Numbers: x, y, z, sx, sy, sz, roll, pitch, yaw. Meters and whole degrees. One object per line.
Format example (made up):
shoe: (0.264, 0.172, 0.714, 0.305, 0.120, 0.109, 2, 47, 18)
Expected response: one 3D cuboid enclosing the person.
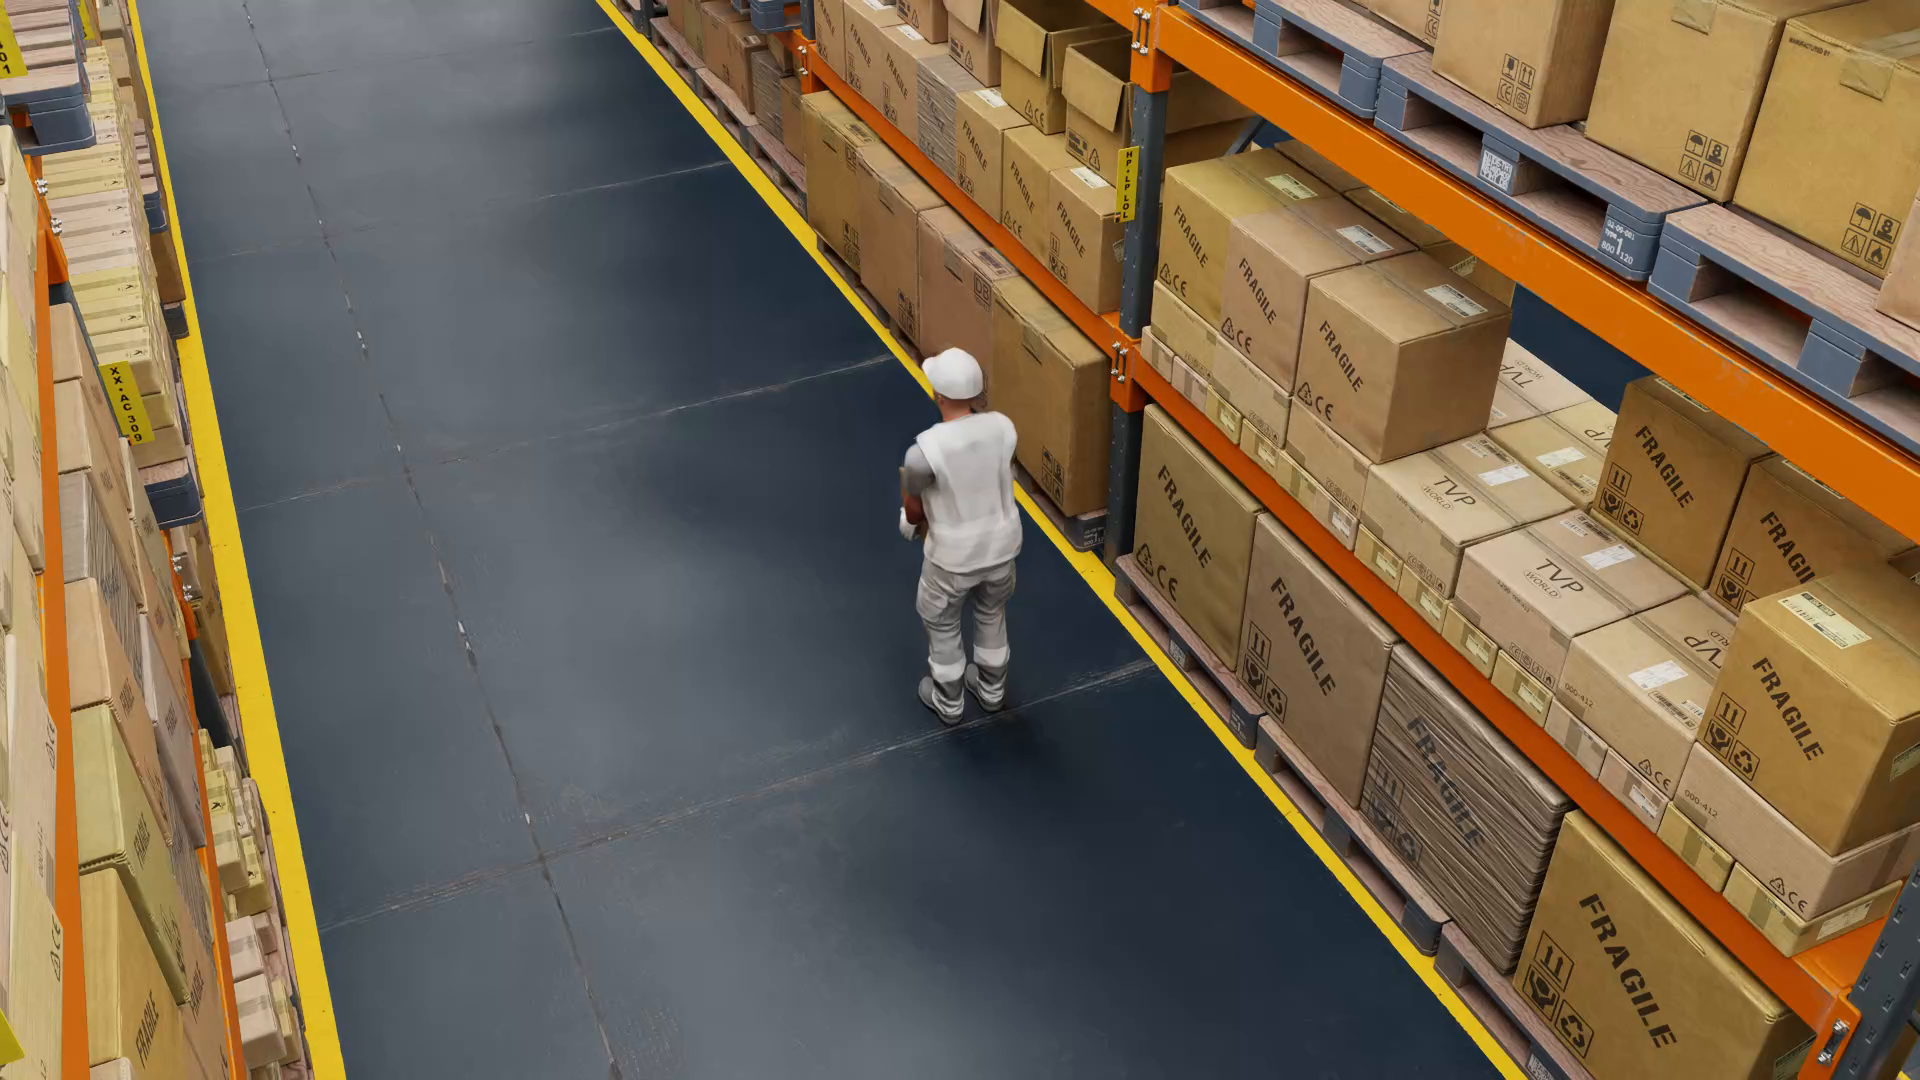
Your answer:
person: (-0.015, -0.009, 6.859, 0.491, 1.773, 0.577, -16, 40, -21)
